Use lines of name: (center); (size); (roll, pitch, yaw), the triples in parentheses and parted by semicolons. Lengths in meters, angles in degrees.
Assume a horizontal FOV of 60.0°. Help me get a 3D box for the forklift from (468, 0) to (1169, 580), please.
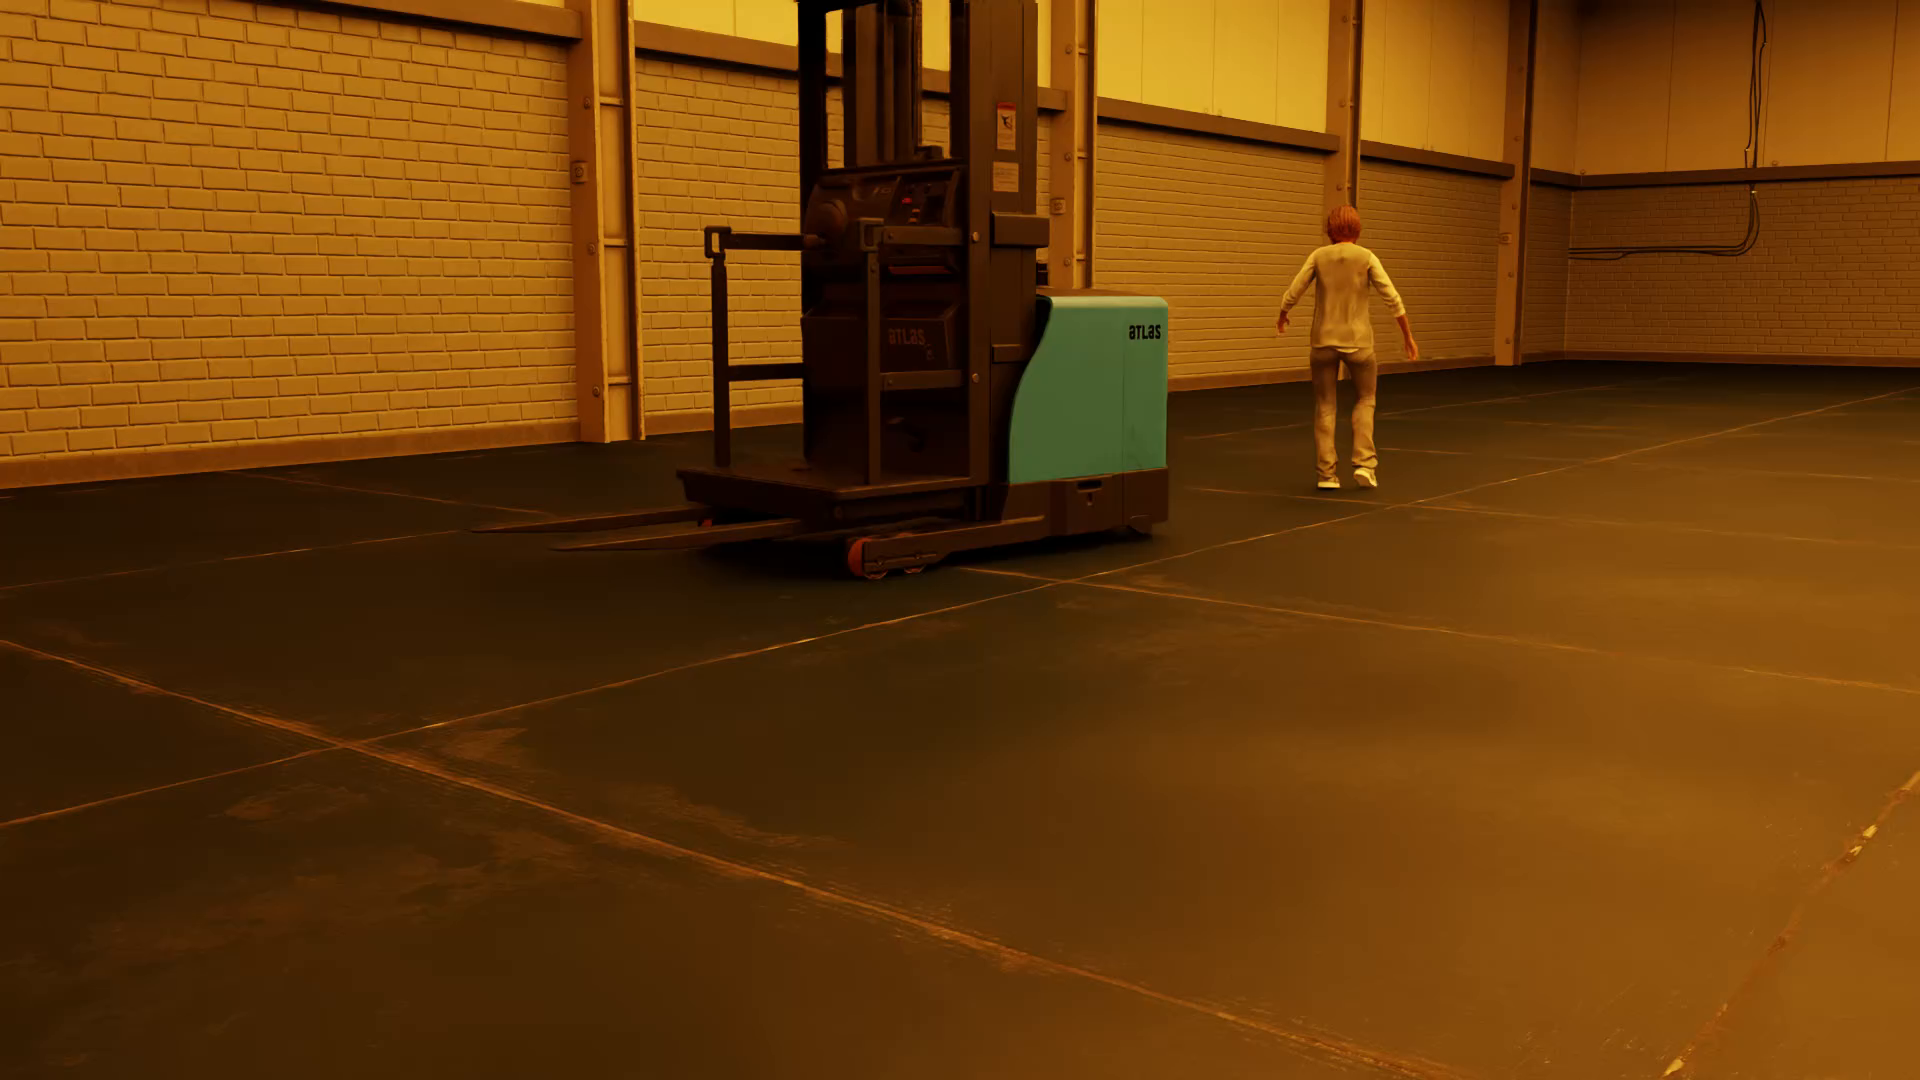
forklift: (-0.478, -1.381, 6.718); (3.031, 2.935, 1.130); (-8, 11, -42)

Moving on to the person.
person: (2.155, -1.059, 9.349); (0.810, 1.615, 0.457); (3, 9, 21)
